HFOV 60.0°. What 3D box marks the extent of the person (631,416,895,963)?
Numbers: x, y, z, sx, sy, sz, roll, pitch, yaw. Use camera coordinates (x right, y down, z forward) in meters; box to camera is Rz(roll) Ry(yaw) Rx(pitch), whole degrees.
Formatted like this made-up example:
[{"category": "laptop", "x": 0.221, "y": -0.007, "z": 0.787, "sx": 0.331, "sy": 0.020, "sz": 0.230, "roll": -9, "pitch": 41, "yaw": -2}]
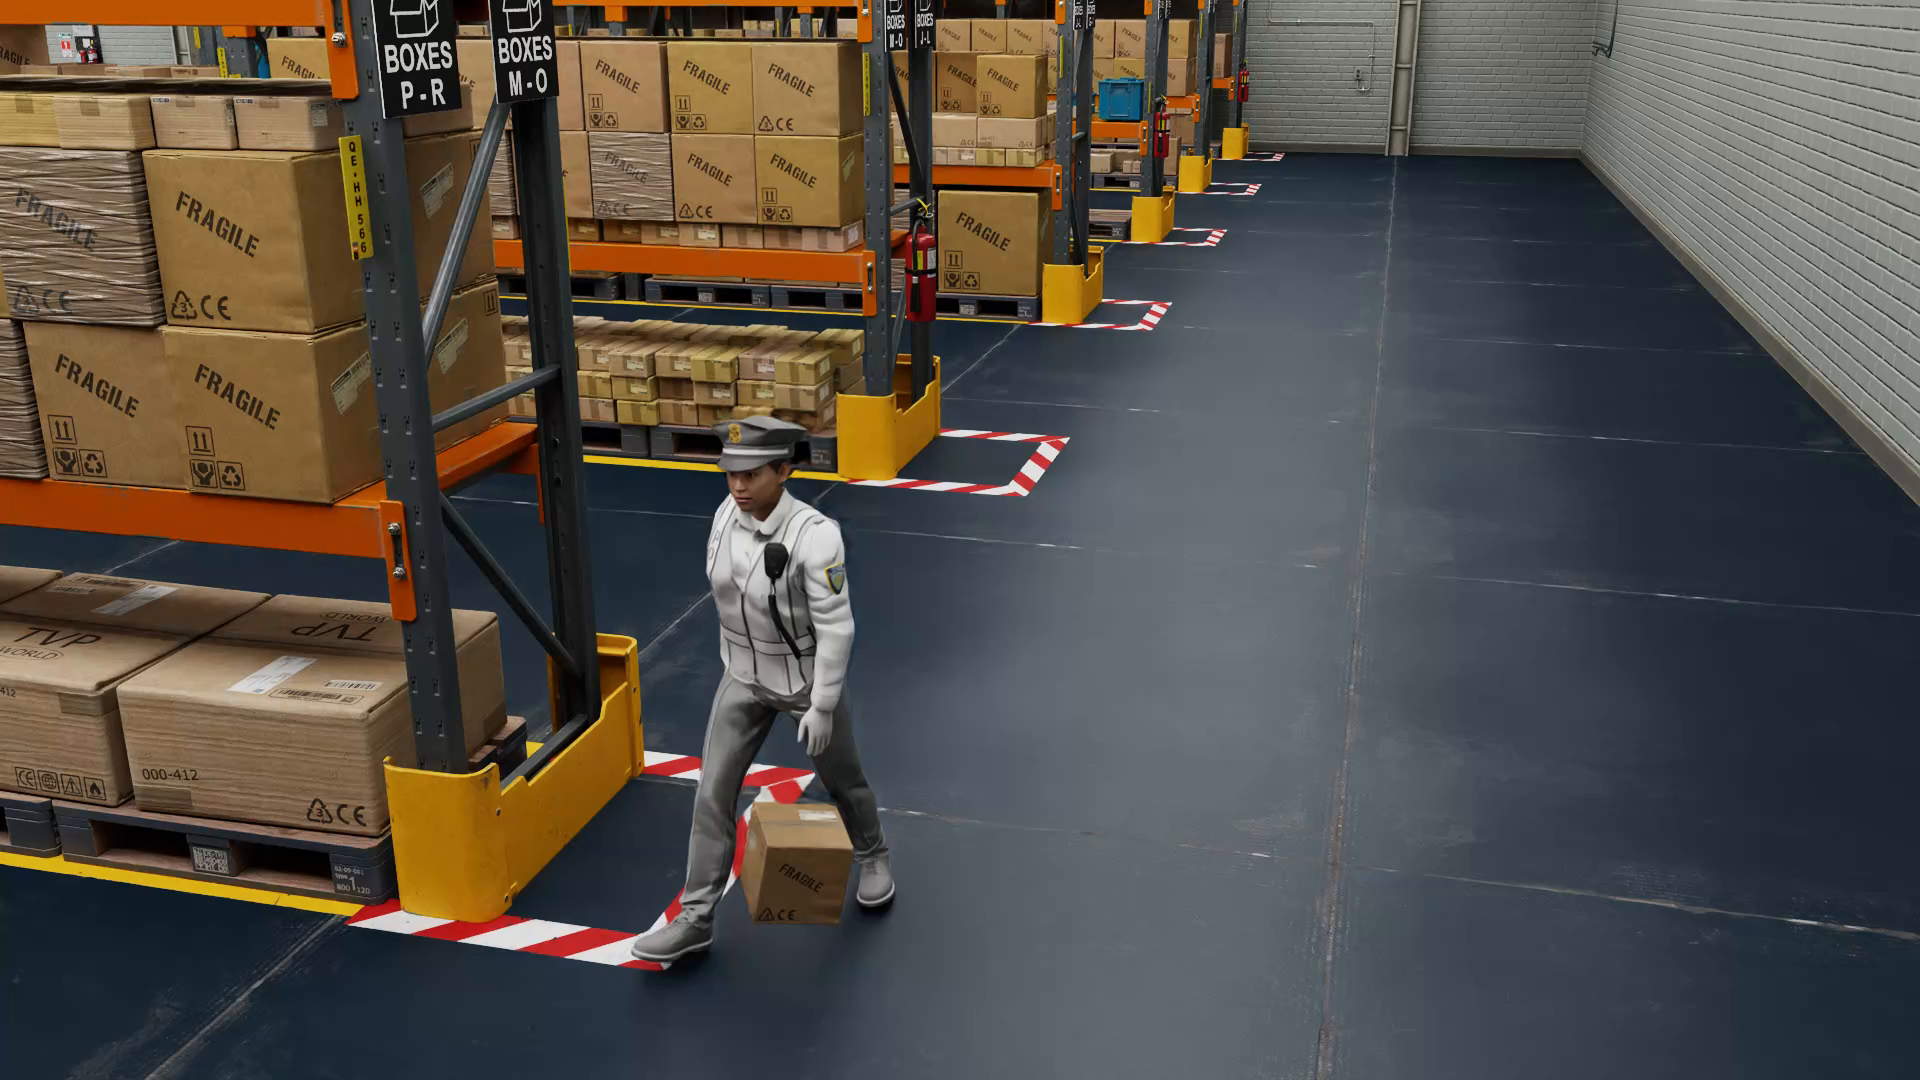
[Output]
[{"category": "person", "x": -0.529, "y": 0.414, "z": 4.814, "sx": 0.524, "sy": 1.624, "sz": 0.913, "roll": 11, "pitch": 21, "yaw": 29}]
